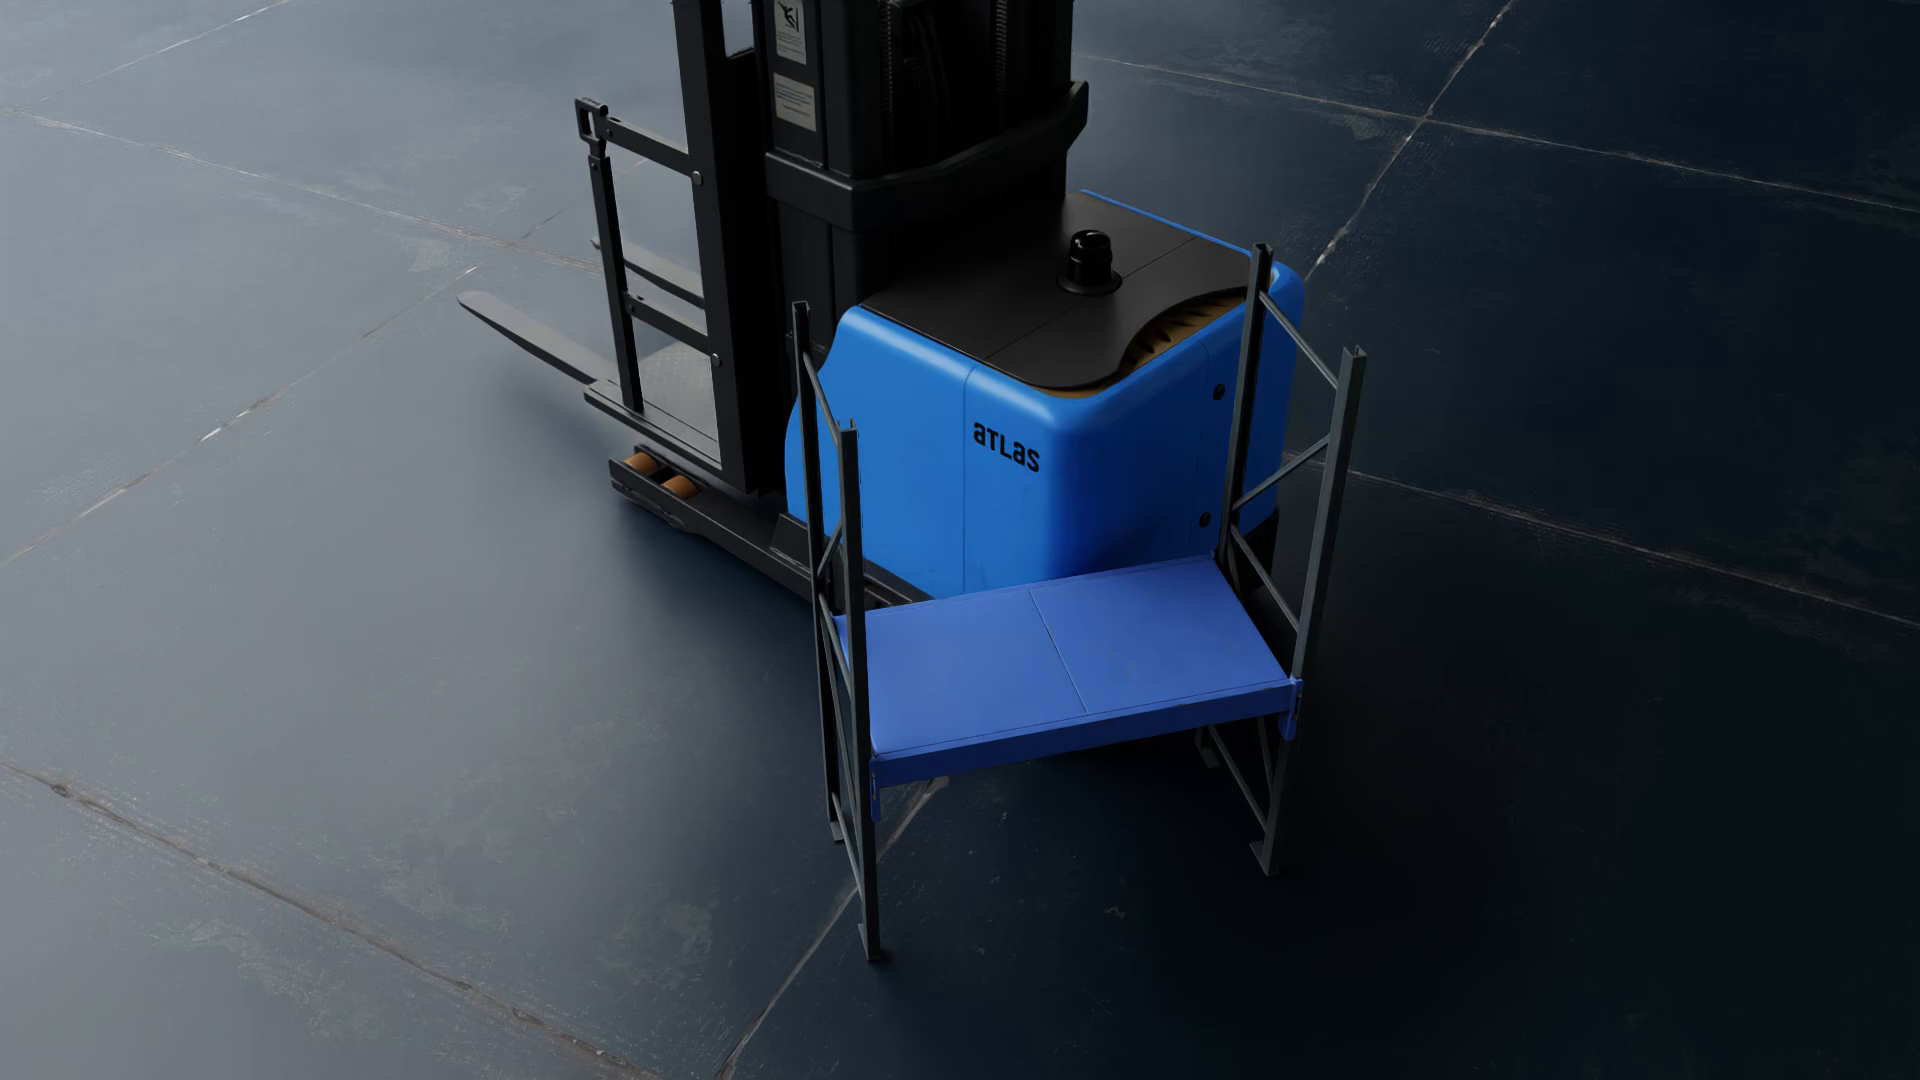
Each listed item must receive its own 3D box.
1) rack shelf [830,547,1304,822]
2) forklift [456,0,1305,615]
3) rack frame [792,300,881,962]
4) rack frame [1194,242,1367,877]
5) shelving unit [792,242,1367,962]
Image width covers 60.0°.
[{"bbox_3d":[0.225,0.317,3.889,1.000,0.185,0.538,-9,38,-12],"label":"rack shelf"},{"bbox_3d":[-0.492,-1.411,4.685,3.031,2.935,1.130,29,46,32],"label":"forklift"},{"bbox_3d":[-0.267,0.253,3.677,0.032,1.500,0.500,-9,38,-12],"label":"rack frame"},{"bbox_3d":[0.716,0.095,3.885,0.032,1.500,0.500,-9,38,-12],"label":"rack frame"},{"bbox_3d":[0.225,0.174,3.781,1.048,1.500,0.538,-9,38,-12],"label":"shelving unit"}]
